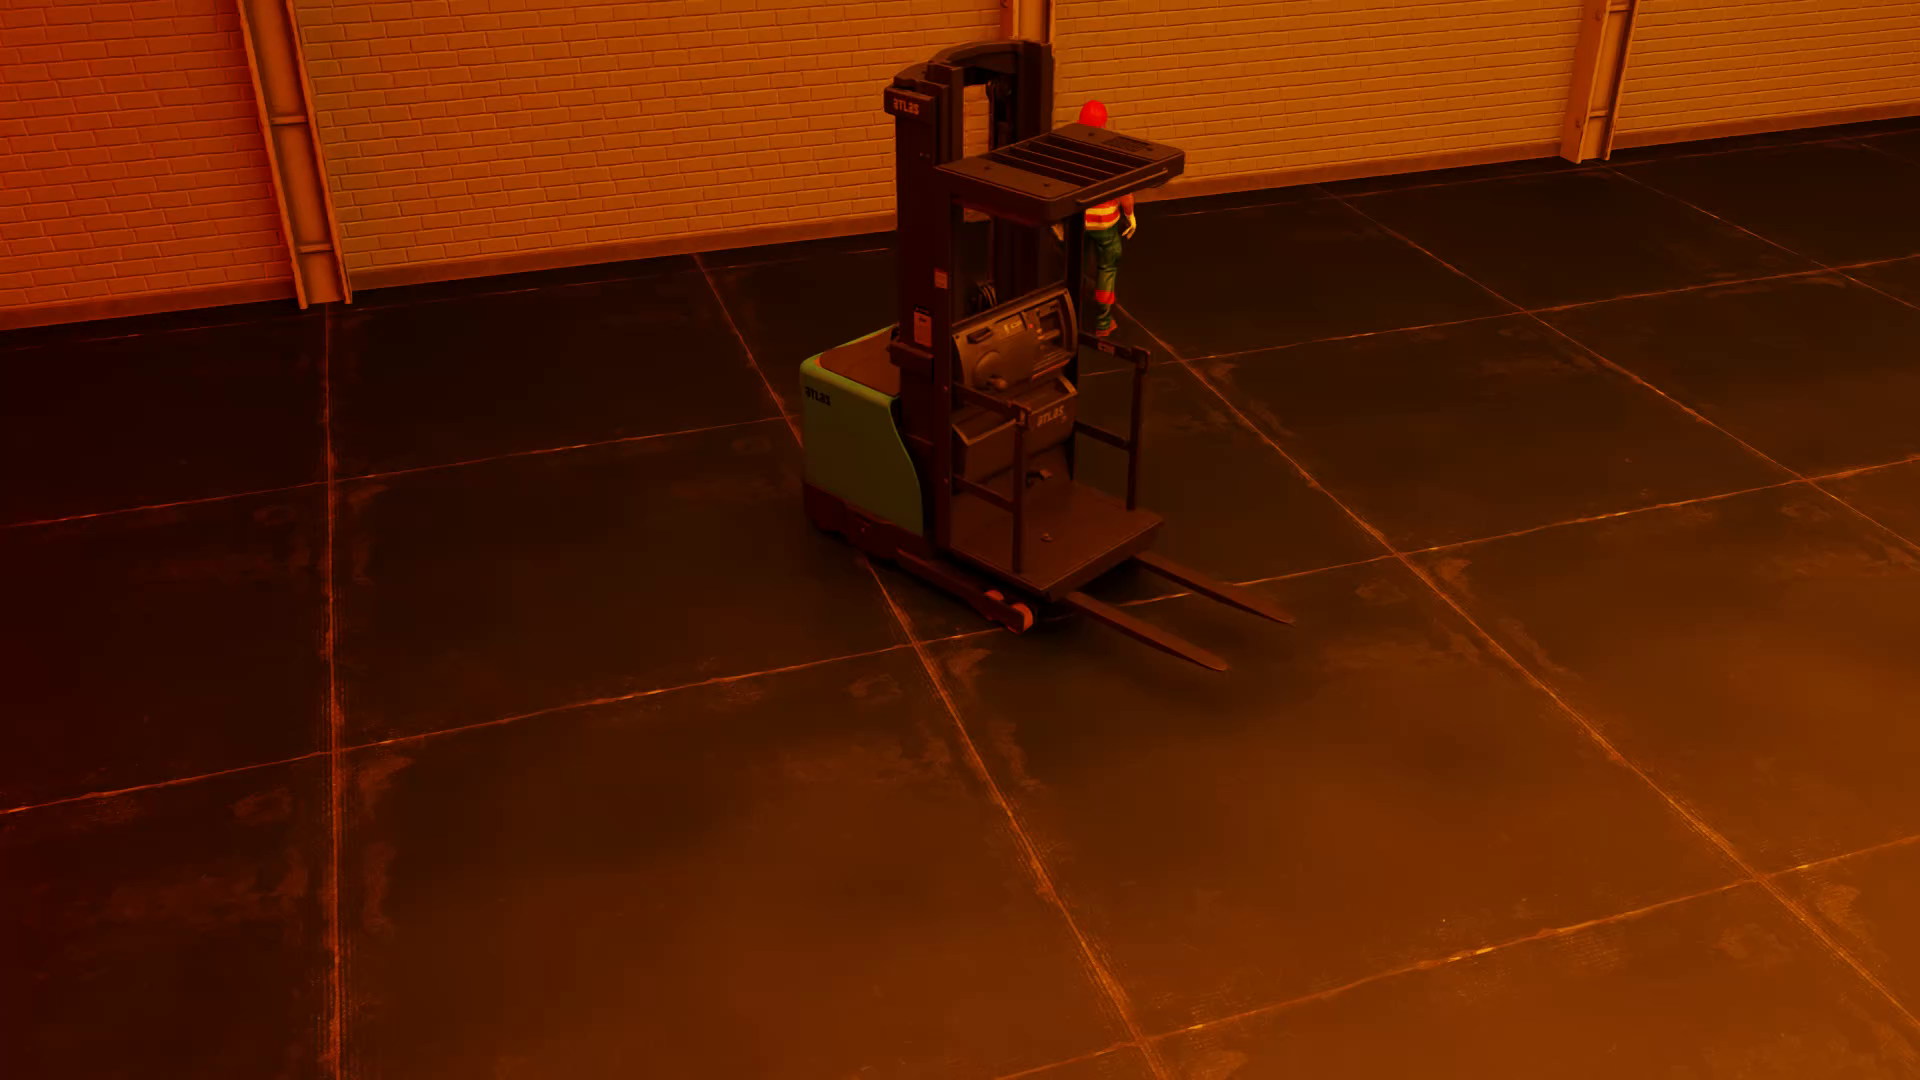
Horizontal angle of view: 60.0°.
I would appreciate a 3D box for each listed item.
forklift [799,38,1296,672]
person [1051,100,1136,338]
[{"bbox_3d":[0.461,-1.052,8.916,3.031,2.935,1.130,25,38,37],"label":"forklift"},{"bbox_3d":[1.018,-2.409,12.454,0.631,1.811,0.500,10,31,17],"label":"person"}]
